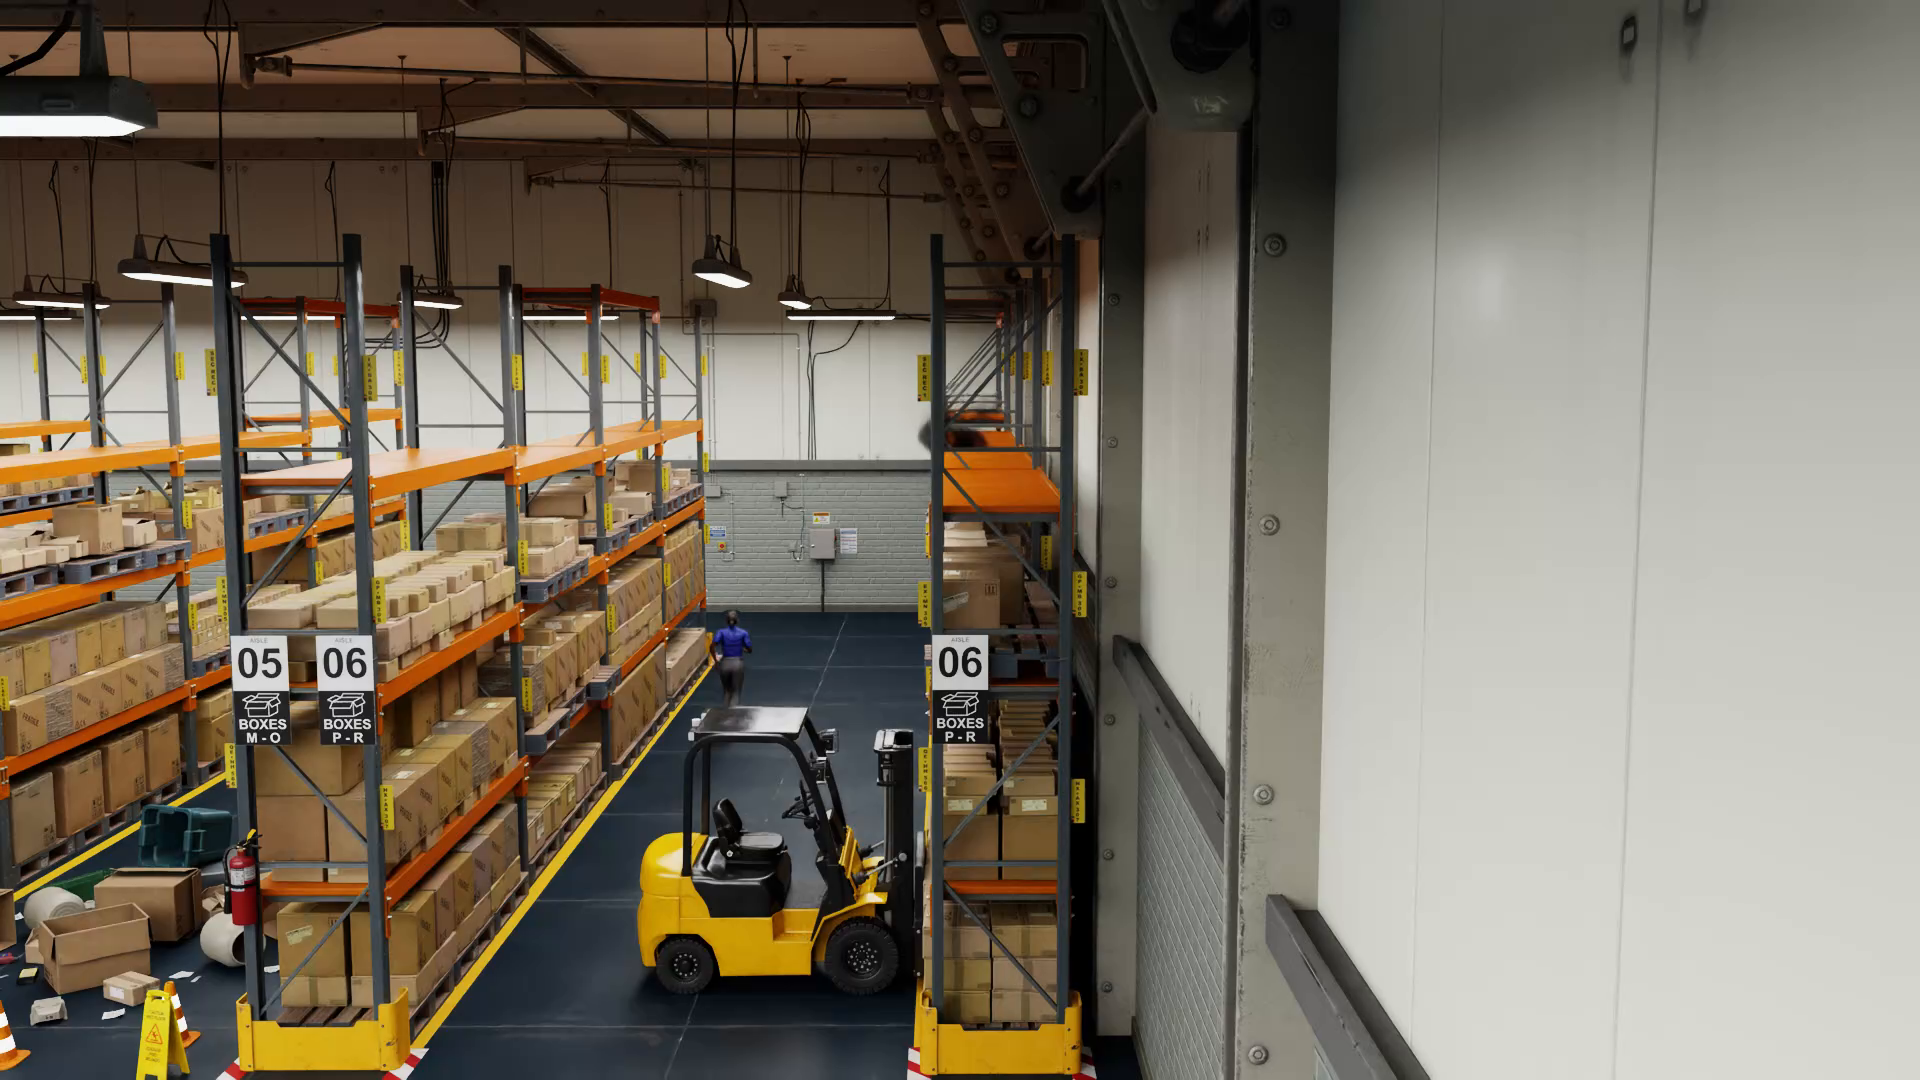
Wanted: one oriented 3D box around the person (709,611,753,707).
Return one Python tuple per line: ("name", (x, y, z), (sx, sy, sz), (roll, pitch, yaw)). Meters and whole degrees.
("person", (-3.140, 1.822, 22.964), (0.561, 1.701, 0.740), (0, 6, 2))
